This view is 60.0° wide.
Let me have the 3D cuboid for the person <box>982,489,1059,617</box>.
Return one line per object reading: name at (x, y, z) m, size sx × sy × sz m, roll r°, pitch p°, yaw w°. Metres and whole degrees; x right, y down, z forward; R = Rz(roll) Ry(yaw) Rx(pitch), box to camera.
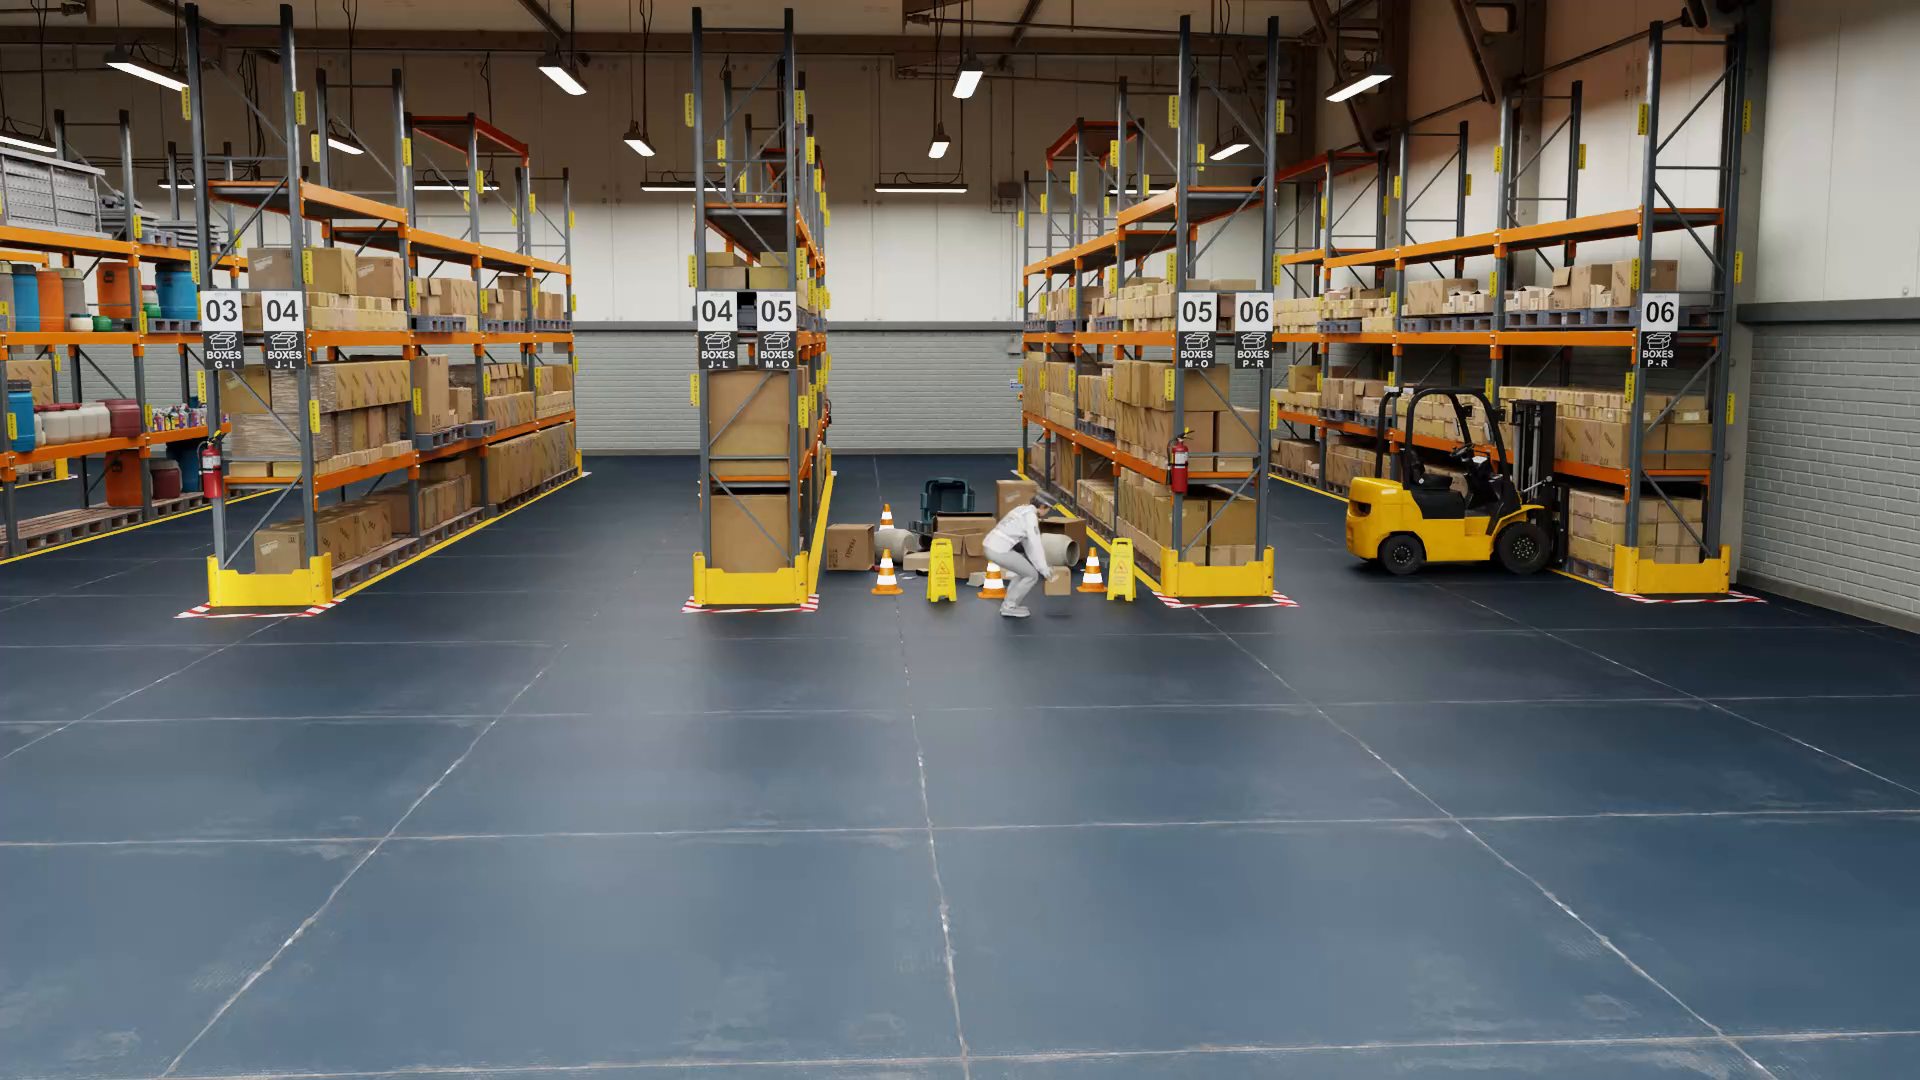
person at (0.601, 0.123, 16.520) m, size 0.771 × 1.240 × 0.530 m, roll -1°, pitch 7°, yaw -10°
